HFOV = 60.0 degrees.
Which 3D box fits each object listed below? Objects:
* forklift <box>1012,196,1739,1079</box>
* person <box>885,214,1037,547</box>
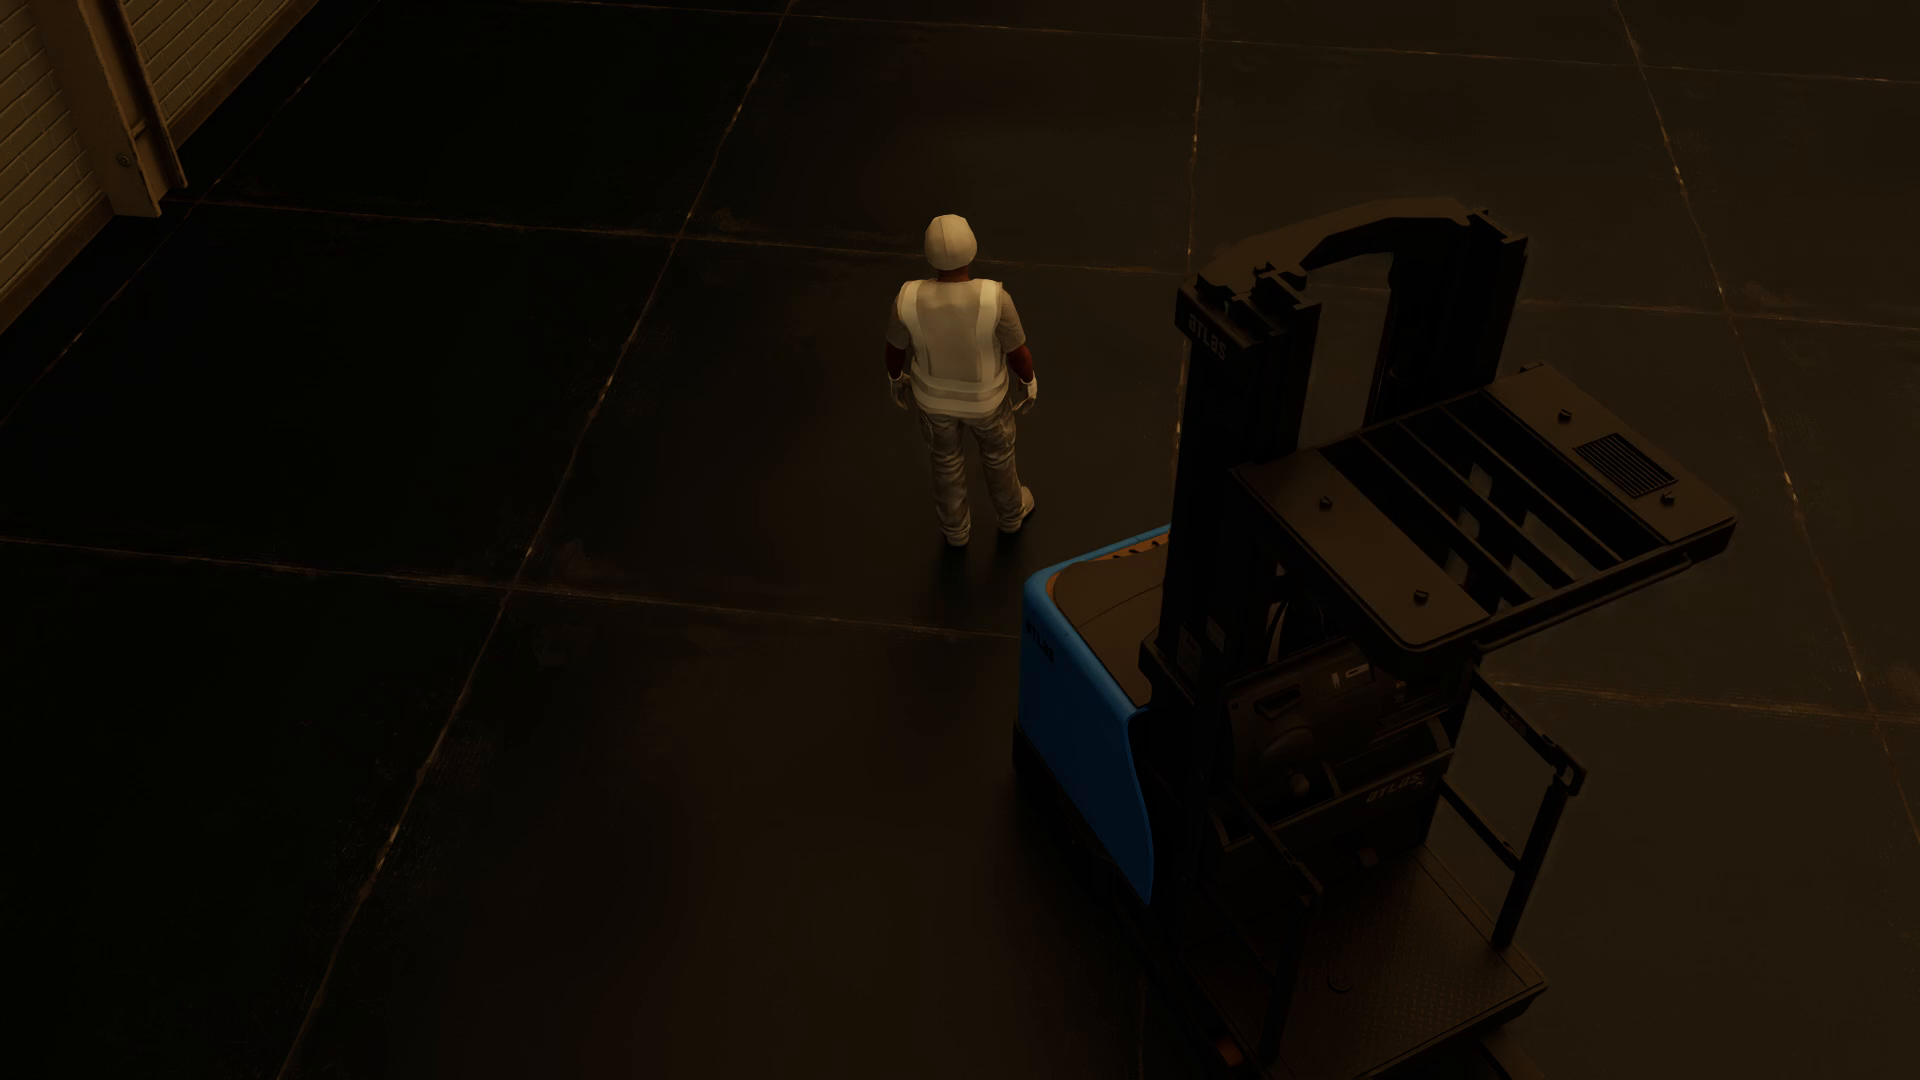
[{"bbox_3d":[1.333,0.585,5.087,1.130,2.935,3.031,-19,46,-20],"label":"forklift"},{"bbox_3d":[0.017,-0.710,7.335,0.656,1.784,0.575,5,43,6],"label":"person"}]
